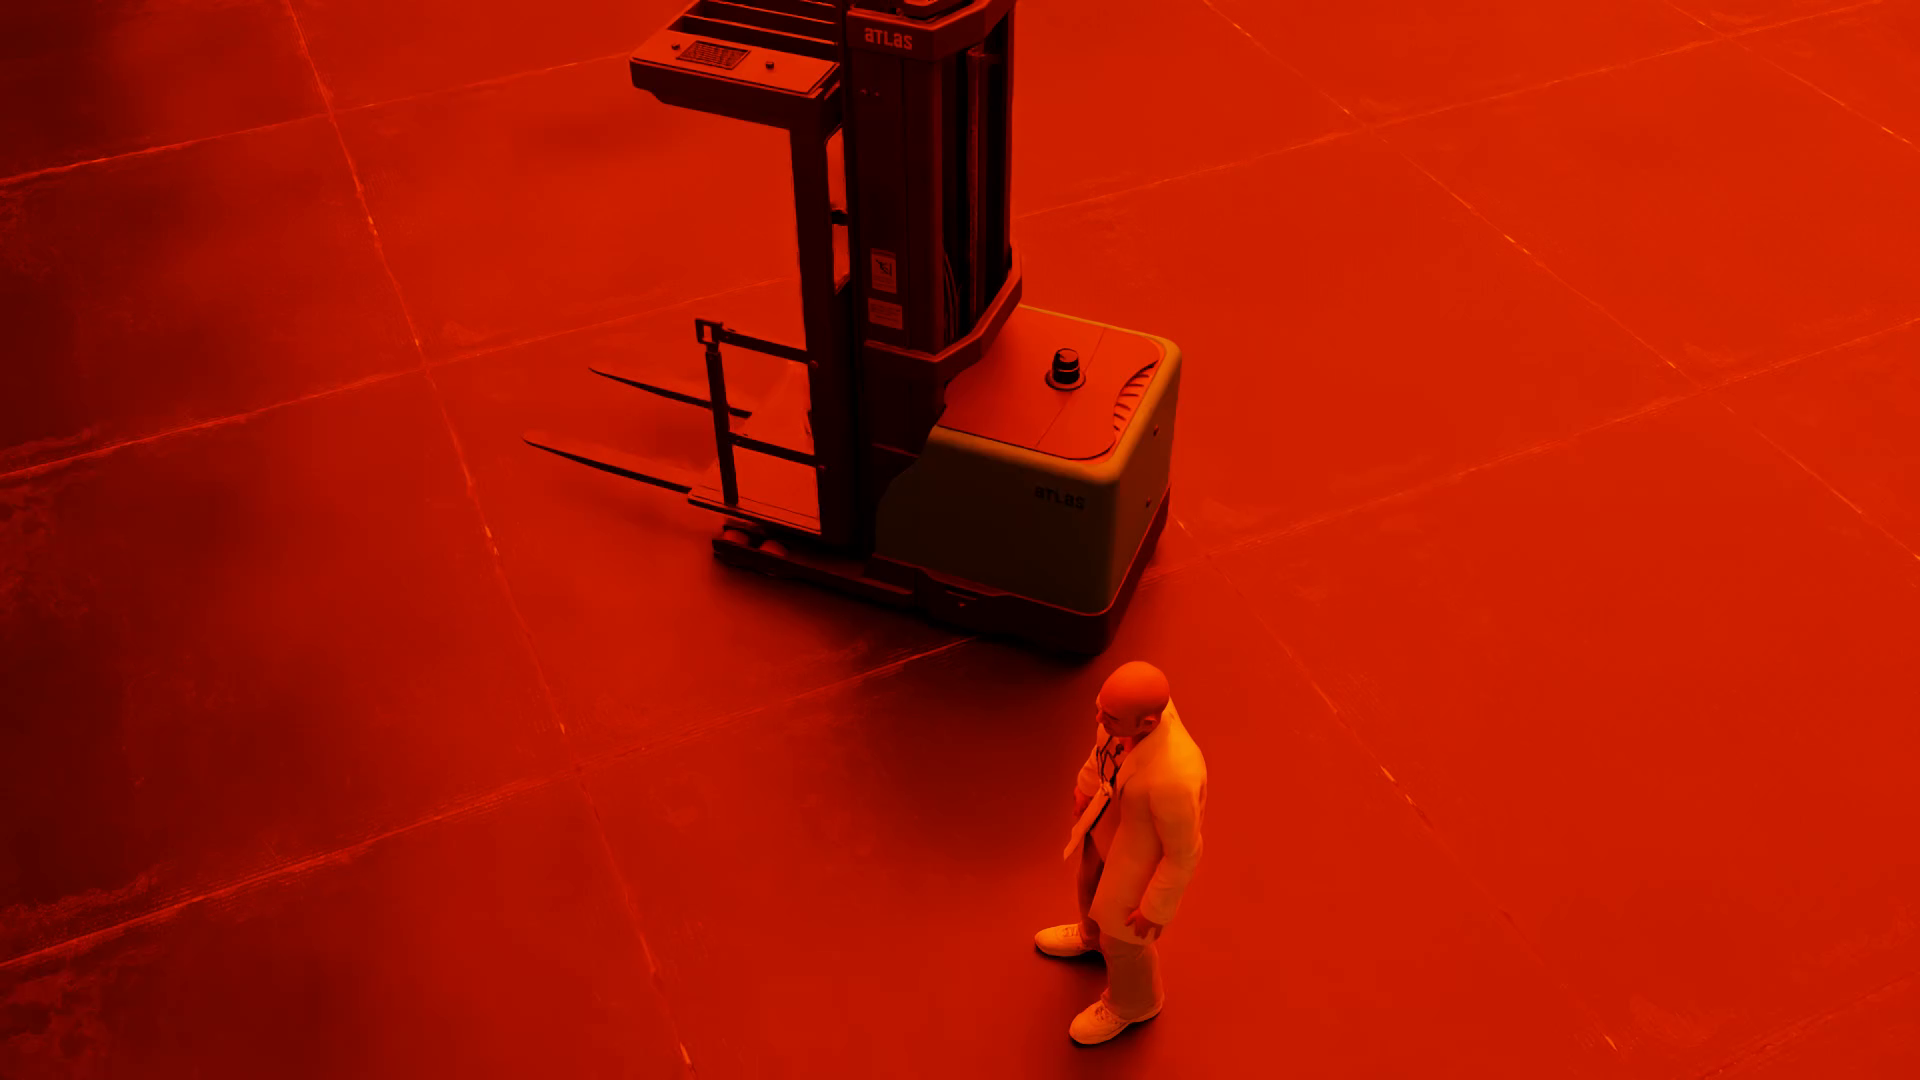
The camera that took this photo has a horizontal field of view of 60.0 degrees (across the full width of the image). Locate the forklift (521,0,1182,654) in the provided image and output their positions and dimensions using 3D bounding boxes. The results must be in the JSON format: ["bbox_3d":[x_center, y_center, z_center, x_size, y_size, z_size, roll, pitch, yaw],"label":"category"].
[{"bbox_3d":[-0.596,-1.223,6.991,3.031,2.935,1.130,16,45,16],"label":"forklift"}]

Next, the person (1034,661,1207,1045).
[{"bbox_3d":[0.553,1.006,5.451,0.423,1.774,0.653,-12,44,-12],"label":"person"}]
